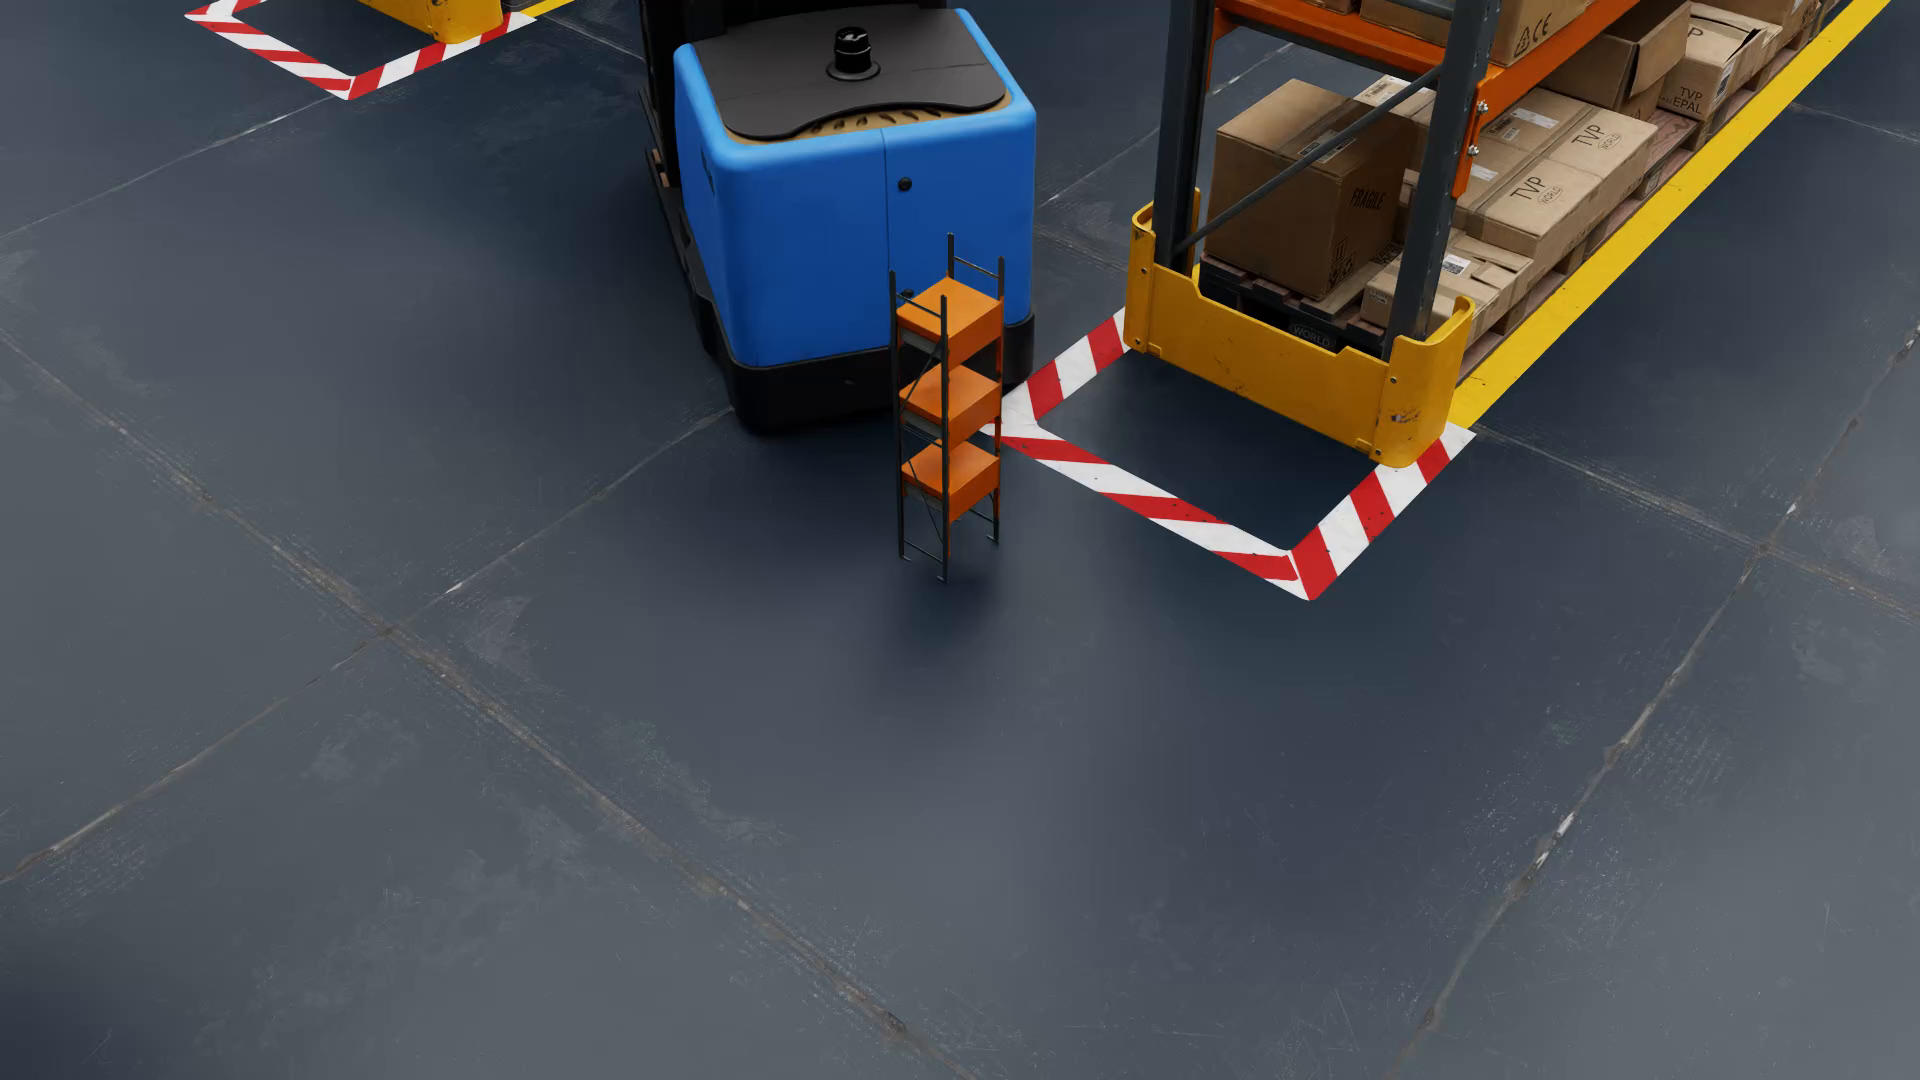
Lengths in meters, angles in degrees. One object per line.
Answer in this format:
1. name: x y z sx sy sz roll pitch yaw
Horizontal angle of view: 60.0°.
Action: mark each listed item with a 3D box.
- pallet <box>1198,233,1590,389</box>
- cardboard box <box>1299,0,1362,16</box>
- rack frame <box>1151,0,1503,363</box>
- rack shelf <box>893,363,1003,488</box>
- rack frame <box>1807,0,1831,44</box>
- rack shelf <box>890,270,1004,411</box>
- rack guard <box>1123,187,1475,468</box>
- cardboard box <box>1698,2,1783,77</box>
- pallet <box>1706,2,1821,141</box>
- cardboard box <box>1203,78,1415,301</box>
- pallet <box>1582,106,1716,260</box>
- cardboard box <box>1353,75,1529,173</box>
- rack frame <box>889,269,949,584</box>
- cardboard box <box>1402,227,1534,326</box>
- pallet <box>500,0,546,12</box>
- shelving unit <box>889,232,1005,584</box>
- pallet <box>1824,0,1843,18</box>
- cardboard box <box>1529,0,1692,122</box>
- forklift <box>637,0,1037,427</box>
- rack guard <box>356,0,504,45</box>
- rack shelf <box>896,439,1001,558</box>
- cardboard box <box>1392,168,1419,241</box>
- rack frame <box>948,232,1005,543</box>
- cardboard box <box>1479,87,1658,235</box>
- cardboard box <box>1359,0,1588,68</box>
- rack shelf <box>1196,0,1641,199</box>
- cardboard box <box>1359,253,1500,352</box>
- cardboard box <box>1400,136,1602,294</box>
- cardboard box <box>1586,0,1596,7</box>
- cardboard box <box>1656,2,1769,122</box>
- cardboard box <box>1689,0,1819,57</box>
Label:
1. pallet: 1.636 -1.050 6.248 1.003 0.211 1.213 29 50 28
2. cardboard box: 1.154 -2.017 5.164 0.500 0.500 0.500 31 51 30
3. rack frame: 1.074 -1.631 4.815 1.000 3.000 0.127 29 50 28
4. rack shelf: -0.034 -0.353 4.874 0.215 0.259 0.240 29 50 28
5. rack frame: 3.649 -3.691 7.080 1.000 3.000 0.127 29 50 28
6. rack shelf: -0.034 -0.563 4.683 0.215 0.259 0.240 29 50 28
7. rack guard: 1.123 -0.746 5.699 1.175 0.500 0.348 29 50 28
8. cardboard box: 3.304 -2.164 7.192 0.380 0.149 0.250 29 50 28
9. pallet: 3.206 -2.306 7.629 1.003 0.211 1.213 29 50 28
10. cardboard box: 1.236 -1.256 5.933 0.500 0.500 0.500 29 50 28
11. pallet: 2.421 -1.675 6.936 1.003 0.211 1.213 29 50 28
12. cardboard box: 1.870 -1.640 6.541 0.500 0.250 0.500 29 50 28
13. rack frame: -0.113 -0.298 4.797 0.200 1.050 0.008 29 50 28
14. cardboard box: 1.768 -0.941 5.835 0.380 0.166 0.250 29 50 28
15. pallet: -2.154 -3.154 8.562 1.003 0.211 1.213 29 50 28
16. shelving unit: -0.034 -0.361 4.867 0.215 1.050 0.252 29 50 28
17. pallet: 4.143 -3.095 8.497 1.003 0.211 1.213 29 50 28
18. cardboard box: 2.443 -1.961 6.705 0.797 0.503 0.637 29 50 28
19. forklift: -0.655 -2.466 5.783 1.130 2.935 3.031 -11 43 -12
20. rack guard: -2.720 -2.835 7.996 1.175 0.500 0.348 29 50 28
21. rack shelf: -0.034 -0.147 5.061 0.215 0.259 0.240 29 50 28
22. cardboard box: 1.565 -1.302 6.231 0.380 0.166 0.250 29 50 28
23. rack frame: 0.044 -0.424 4.936 0.200 1.050 0.008 29 50 28
24. cardboard box: 2.285 -1.449 6.331 0.500 0.250 0.500 29 50 28
25. cardboard box: 1.562 -1.783 4.907 0.500 0.500 0.500 31 50 29
26. rack shelf: 2.361 -2.395 6.189 1.077 0.370 4.000 29 50 28
27. cardboard box: 1.607 -0.806 5.699 0.380 0.149 0.250 29 50 28
28. cardboard box: 1.963 -1.192 6.048 0.500 0.250 0.500 29 50 28
29. cardboard box: 1.890 -2.051 5.201 0.500 0.500 0.500 29 50 28
30. cardboard box: 3.016 -2.057 6.954 0.500 0.311 0.500 29 50 28
31. cardboard box: 3.499 -2.513 7.315 0.500 0.500 0.500 29 50 28
